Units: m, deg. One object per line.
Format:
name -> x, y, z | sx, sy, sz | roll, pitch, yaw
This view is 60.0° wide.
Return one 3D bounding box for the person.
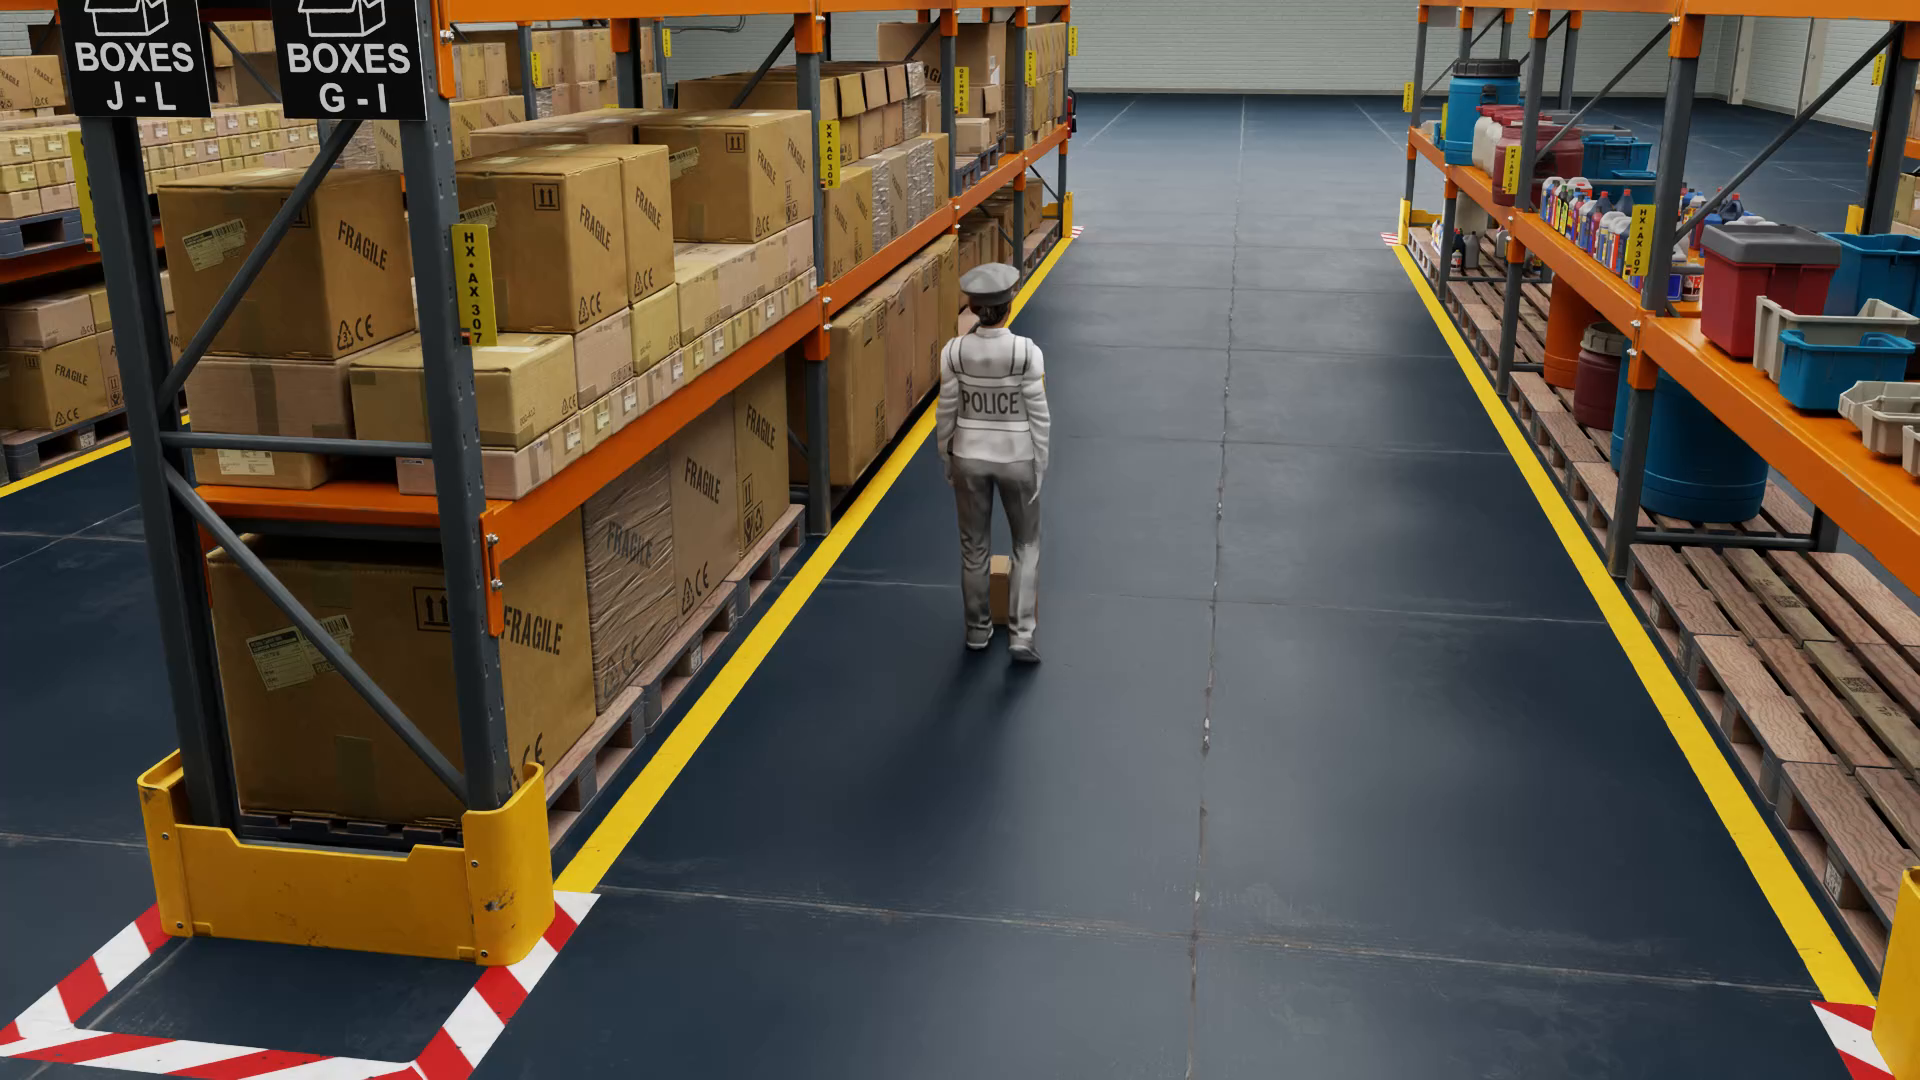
person -> 0.146, -0.302, 7.008 | 0.488, 1.730, 0.466 | 3, 18, 9
